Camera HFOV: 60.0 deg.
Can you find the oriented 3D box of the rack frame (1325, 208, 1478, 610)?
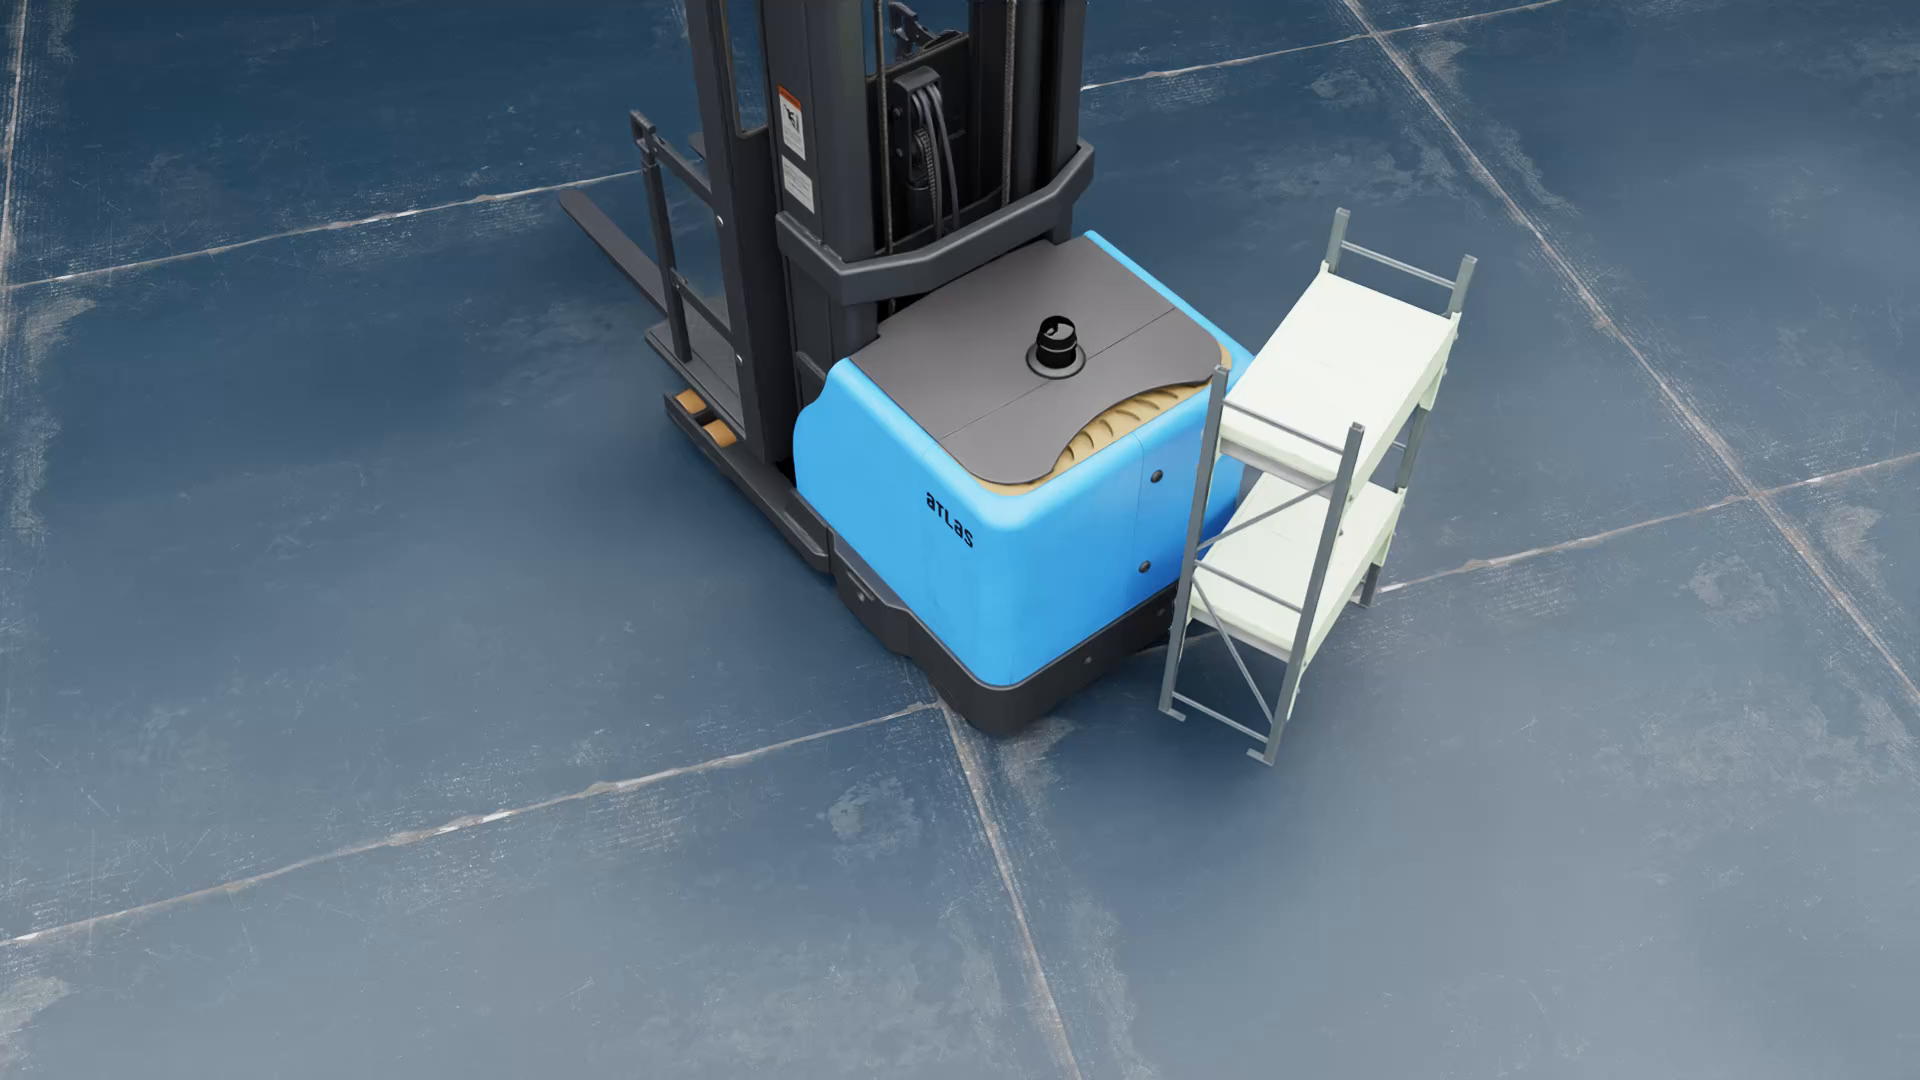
[{"bbox_3d":[1.200,-0.339,5.054,0.400,1.500,0.023,26,55,20],"label":"rack frame"}]

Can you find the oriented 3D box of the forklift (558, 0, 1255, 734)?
[{"bbox_3d":[-0.412,-1.423,5.033,1.130,2.935,3.031,-31,56,-23],"label":"forklift"}]

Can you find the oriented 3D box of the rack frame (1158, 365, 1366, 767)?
[{"bbox_3d":[0.806,0.133,4.656,0.400,1.500,0.023,26,55,20],"label":"rack frame"}]

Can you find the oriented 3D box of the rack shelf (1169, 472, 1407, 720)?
[{"bbox_3d":[1.003,0.107,5.105,0.431,0.370,0.720,26,55,20],"label":"rack shelf"}]

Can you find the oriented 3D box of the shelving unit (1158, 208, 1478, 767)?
[{"bbox_3d":[1.003,-0.103,4.855,0.431,1.500,0.755,26,55,20],"label":"shelving unit"}]

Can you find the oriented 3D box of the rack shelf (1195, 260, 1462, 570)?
[{"bbox_3d":[1.004,-0.354,4.557,0.431,0.370,0.720,26,55,20],"label":"rack shelf"}]
